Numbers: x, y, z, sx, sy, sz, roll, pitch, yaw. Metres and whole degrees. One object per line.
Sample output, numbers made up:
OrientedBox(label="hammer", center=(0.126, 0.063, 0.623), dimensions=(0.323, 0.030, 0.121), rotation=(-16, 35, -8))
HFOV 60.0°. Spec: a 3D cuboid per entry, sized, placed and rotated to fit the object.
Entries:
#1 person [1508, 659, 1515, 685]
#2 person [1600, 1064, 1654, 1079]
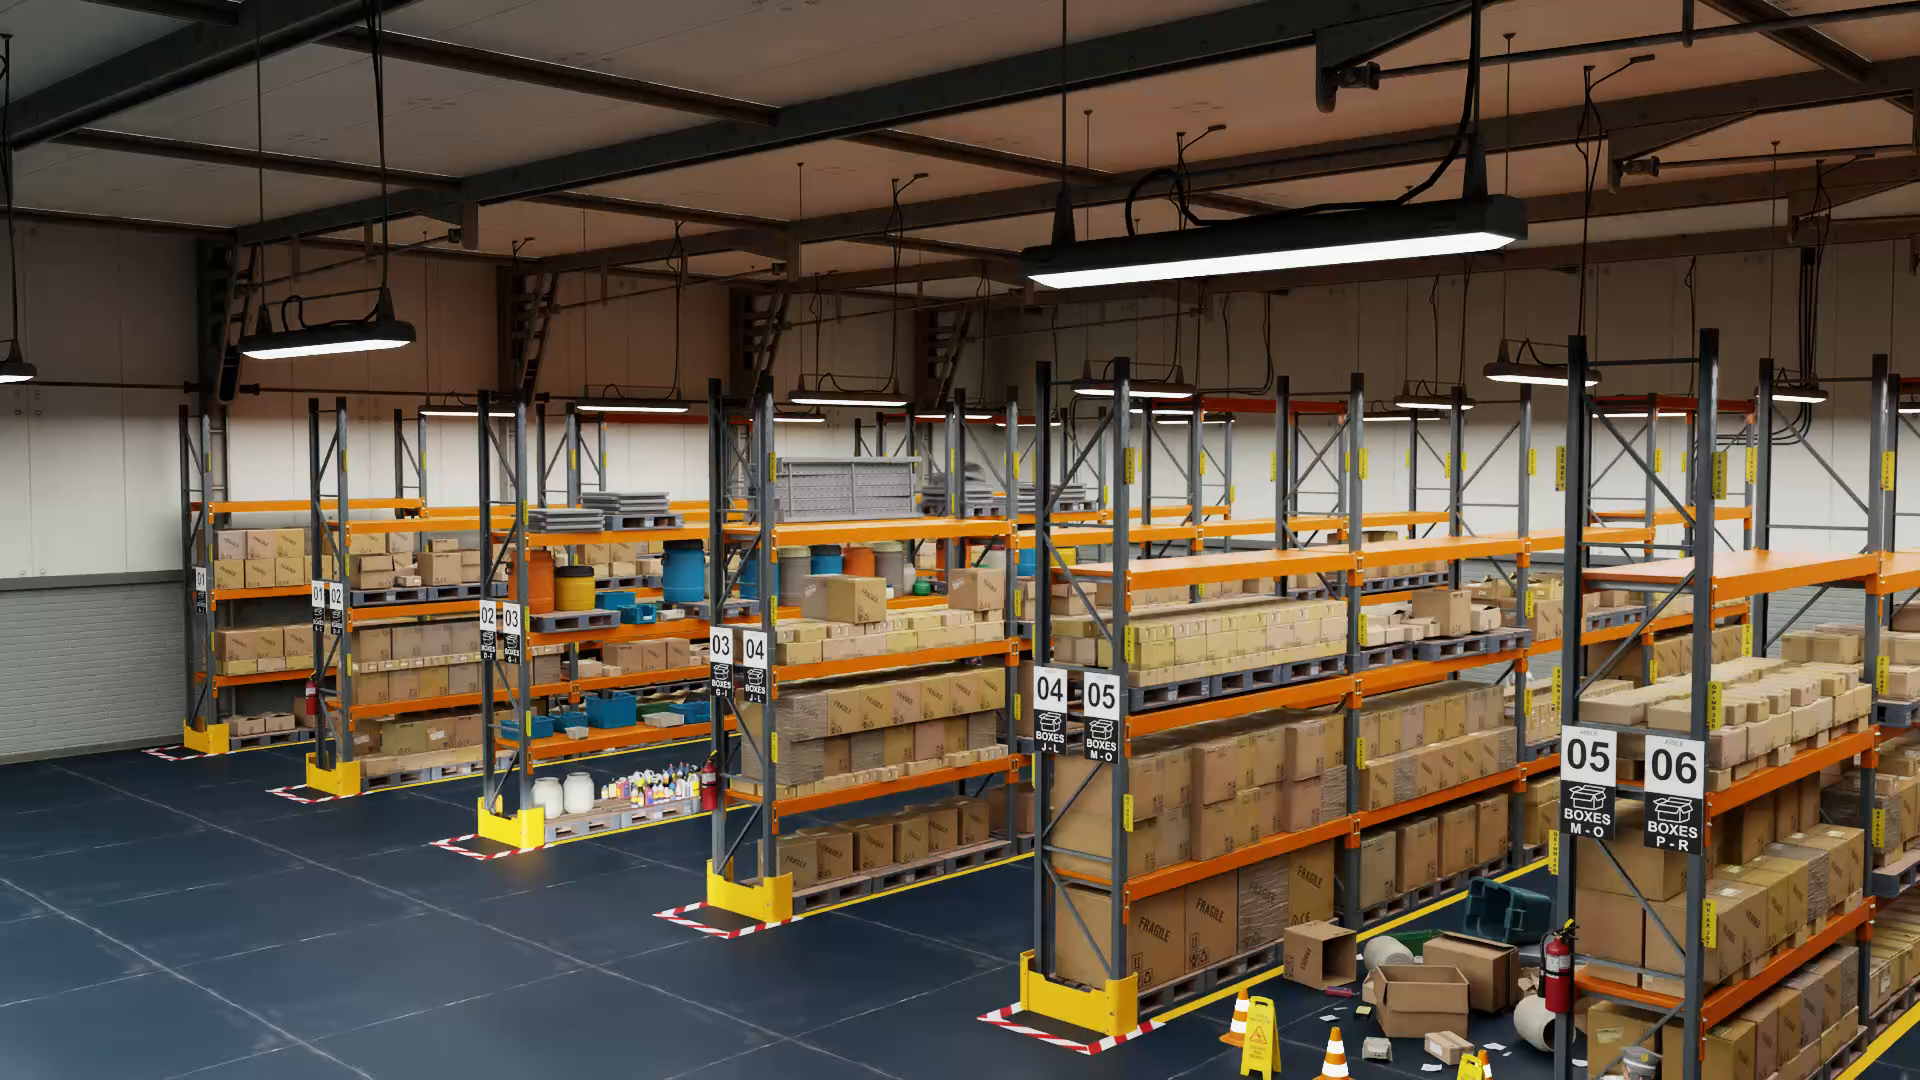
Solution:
OrientedBox(label="person", center=(10.186, 2.847, 30.095), dimensions=(0.358, 1.506, 1.035), rotation=(2, 4, 36))
OrientedBox(label="person", center=(3.995, 3.758, 9.948), dimensions=(0.741, 1.588, 0.668), rotation=(2, 4, 35))
